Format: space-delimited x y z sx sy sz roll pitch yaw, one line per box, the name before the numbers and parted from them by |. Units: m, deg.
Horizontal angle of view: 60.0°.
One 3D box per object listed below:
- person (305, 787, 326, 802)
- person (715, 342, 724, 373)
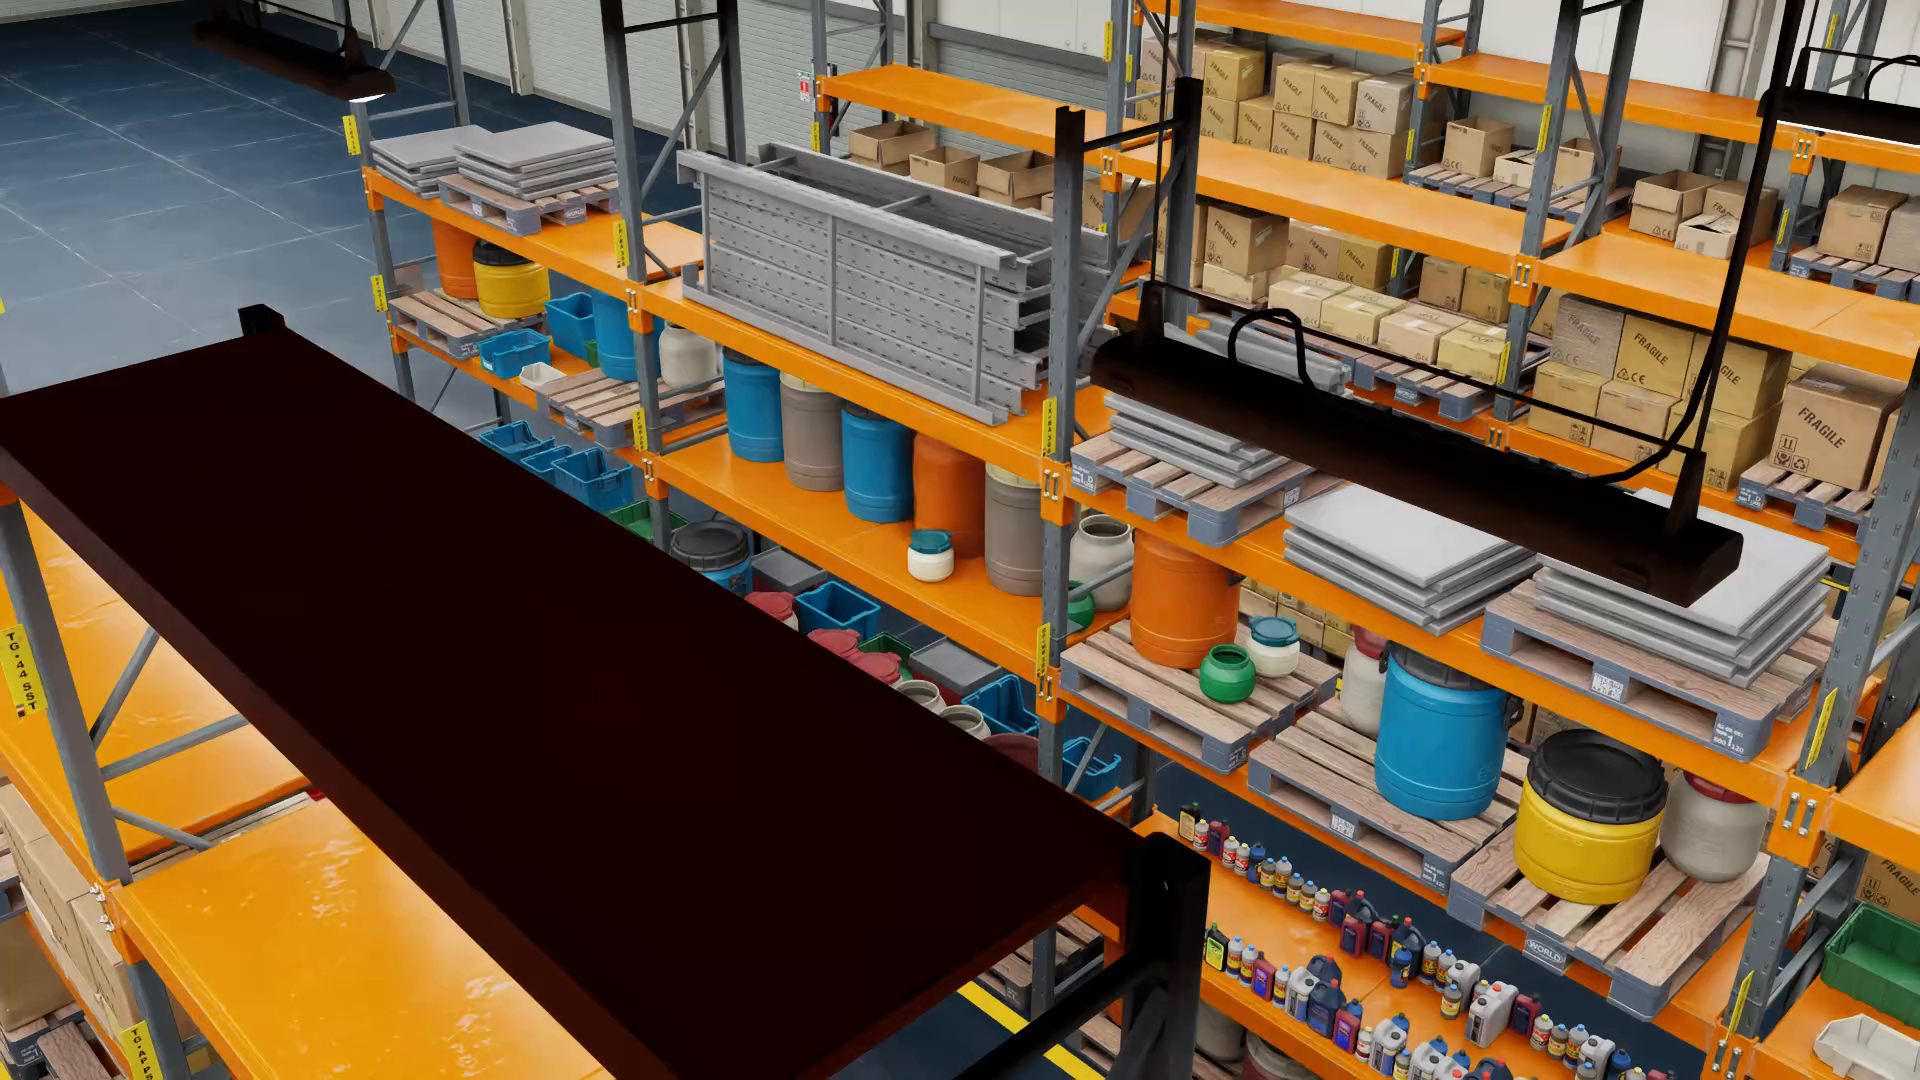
person | -4.327 2.043 11.263 0.598 1.707 0.632 -16 32 -28
person | -3.058 -2.534 19.875 0.822 1.638 0.557 23 36 36
